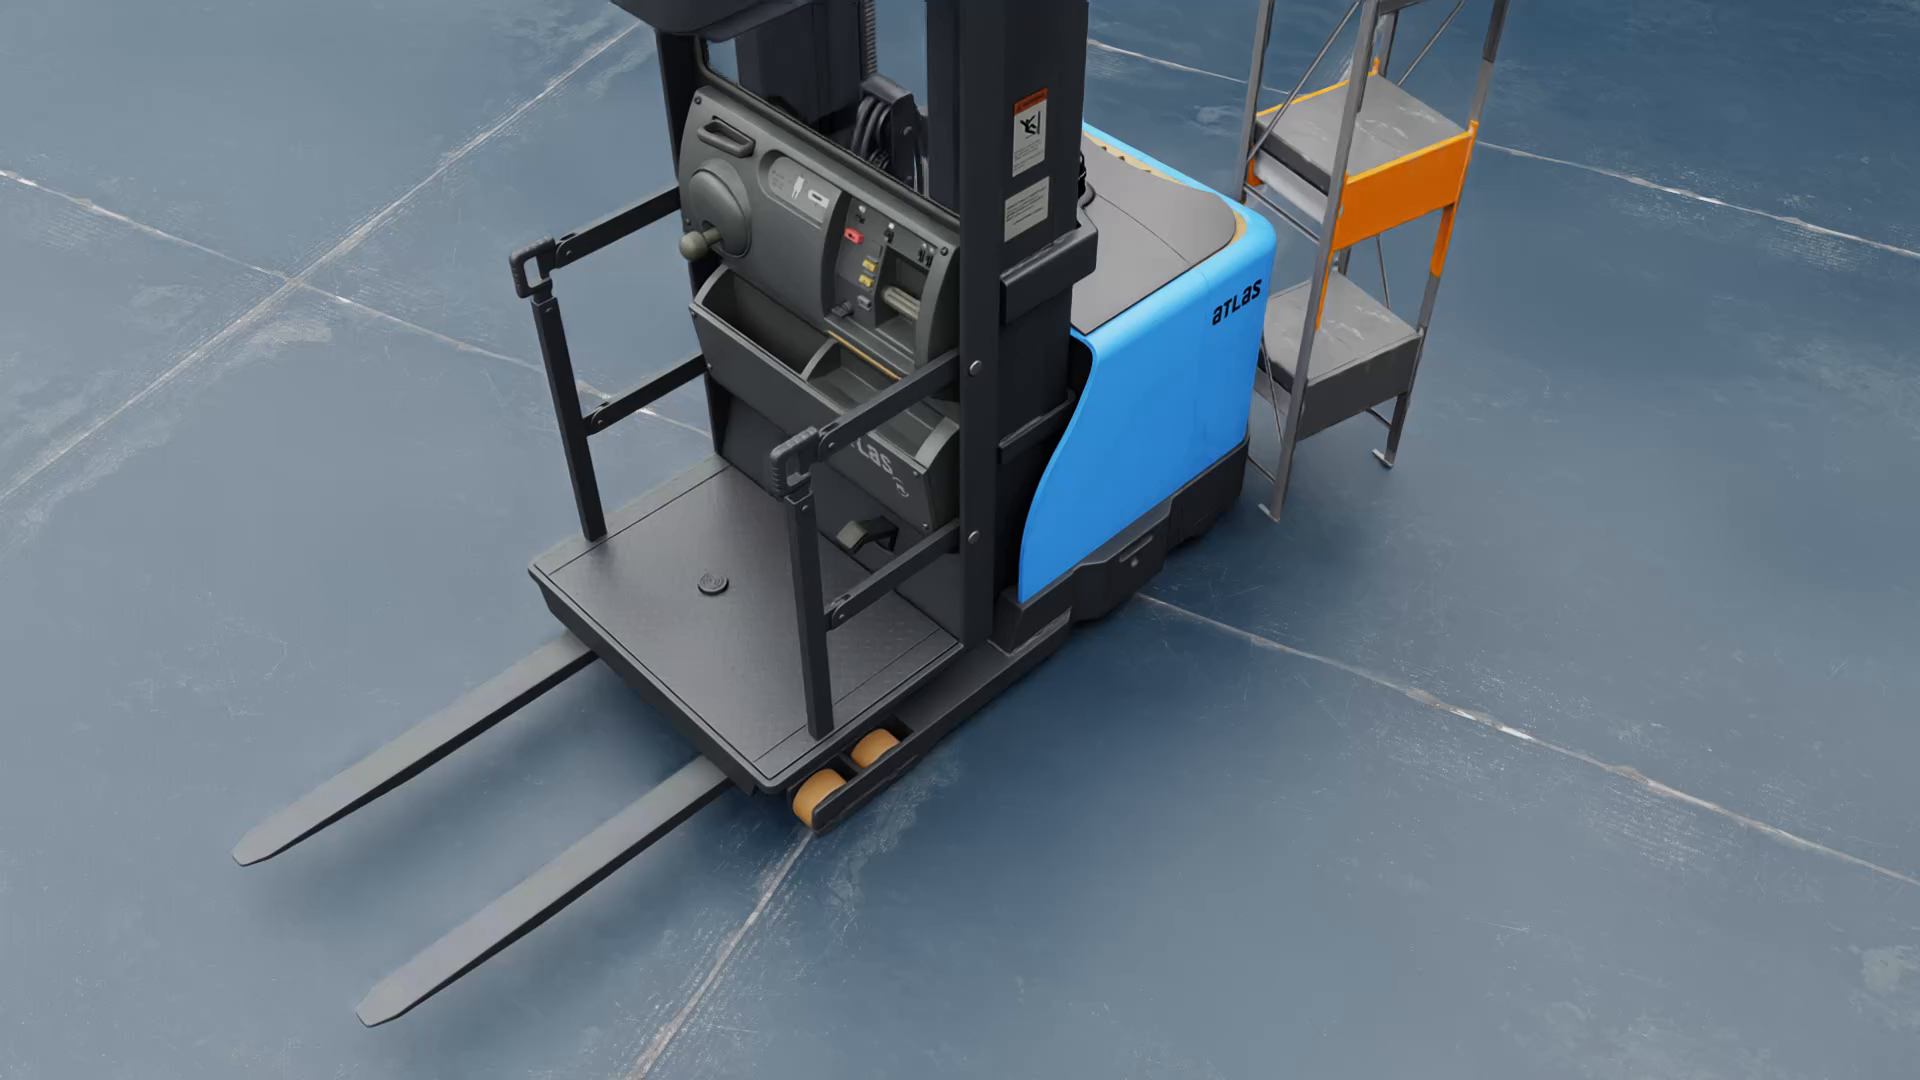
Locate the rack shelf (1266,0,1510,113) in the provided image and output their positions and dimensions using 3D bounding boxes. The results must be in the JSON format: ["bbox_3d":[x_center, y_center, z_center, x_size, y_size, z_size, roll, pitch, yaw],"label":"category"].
[{"bbox_3d":[1.112,-1.488,4.279,0.480,0.518,0.431,-24,50,-22],"label":"rack shelf"}]

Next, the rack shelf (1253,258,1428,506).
[{"bbox_3d":[1.111,-0.504,5.275,0.480,0.518,0.431,-24,50,-22],"label":"rack shelf"}]

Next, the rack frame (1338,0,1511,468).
[{"bbox_3d":[1.318,-1.098,4.859,0.015,2.100,0.400,-24,50,-22],"label":"rack frame"}]

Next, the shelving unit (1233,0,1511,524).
[{"bbox_3d":[1.112,-1.006,4.768,0.503,2.100,0.431,-24,50,-22],"label":"shelving unit"}]

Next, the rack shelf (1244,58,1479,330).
[{"bbox_3d":[1.112,-0.996,4.777,0.480,0.518,0.431,-24,50,-22],"label":"rack shelf"}]

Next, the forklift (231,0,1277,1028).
[{"bbox_3d":[-0.509,-0.670,3.852,3.031,2.935,1.130,-35,55,-29],"label":"forklift"}]

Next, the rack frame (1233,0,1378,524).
[{"bbox_3d":[0.905,-0.913,4.676,0.015,2.100,0.400,-24,50,-22],"label":"rack frame"}]
